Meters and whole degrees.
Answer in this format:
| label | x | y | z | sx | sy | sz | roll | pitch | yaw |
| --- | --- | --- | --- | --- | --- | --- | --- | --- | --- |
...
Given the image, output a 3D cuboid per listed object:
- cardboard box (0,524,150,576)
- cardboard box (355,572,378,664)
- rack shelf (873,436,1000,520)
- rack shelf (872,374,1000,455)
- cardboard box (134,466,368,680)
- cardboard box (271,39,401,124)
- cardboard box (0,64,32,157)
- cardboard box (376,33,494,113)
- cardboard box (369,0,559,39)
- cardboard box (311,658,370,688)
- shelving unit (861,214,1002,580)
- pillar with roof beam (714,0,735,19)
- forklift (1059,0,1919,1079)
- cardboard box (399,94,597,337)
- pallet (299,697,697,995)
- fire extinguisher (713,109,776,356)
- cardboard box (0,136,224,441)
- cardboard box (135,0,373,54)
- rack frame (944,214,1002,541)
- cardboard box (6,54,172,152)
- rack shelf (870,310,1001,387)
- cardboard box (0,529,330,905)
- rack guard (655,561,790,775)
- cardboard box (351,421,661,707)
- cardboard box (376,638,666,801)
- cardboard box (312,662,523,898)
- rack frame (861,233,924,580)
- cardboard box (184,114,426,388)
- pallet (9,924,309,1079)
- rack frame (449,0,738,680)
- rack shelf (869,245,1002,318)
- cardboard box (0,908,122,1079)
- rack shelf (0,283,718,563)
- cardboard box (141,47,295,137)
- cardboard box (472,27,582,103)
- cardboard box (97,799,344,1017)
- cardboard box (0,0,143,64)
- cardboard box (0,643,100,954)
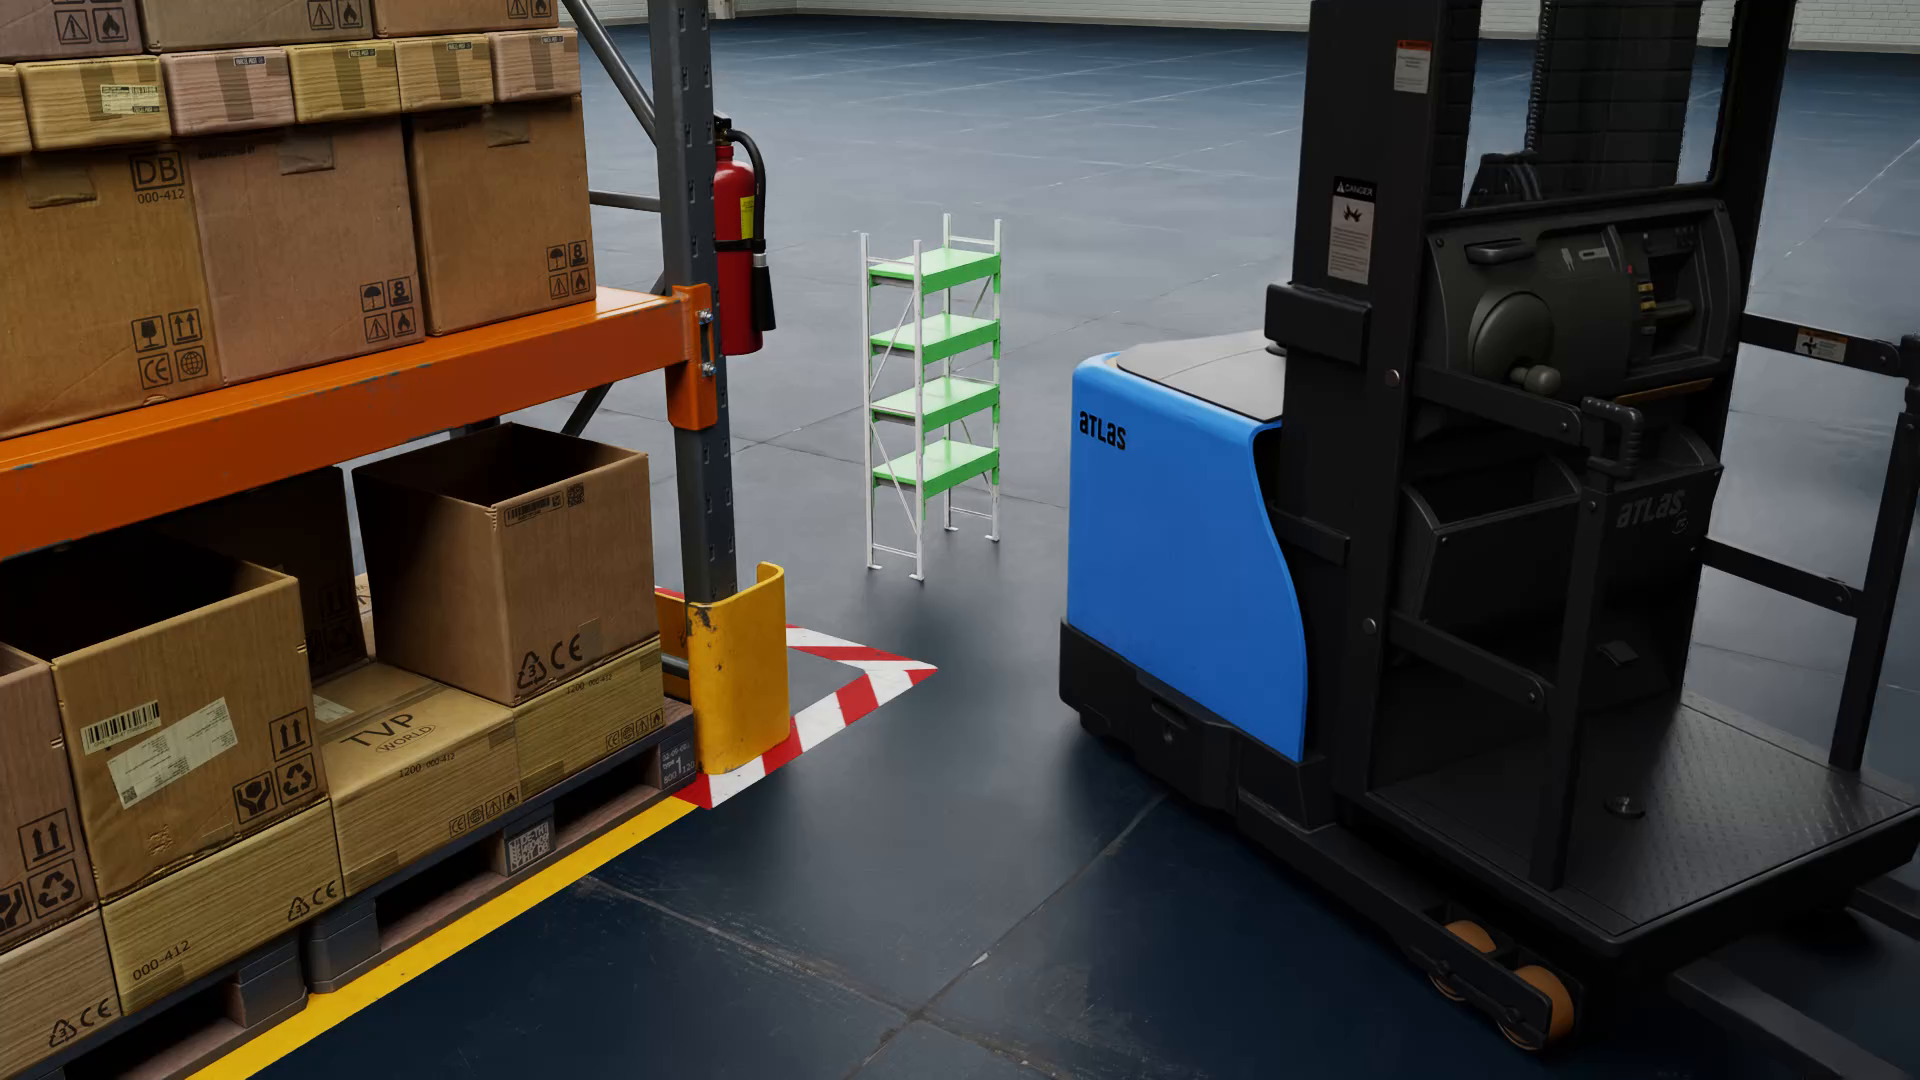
| label | x | y | z | sx | sy | sz | roll | pitch | yaw |
| --- | --- | --- | --- | --- | --- | --- | --- | --- | --- |
| cardboard box | -2.089 | 0.228 | 3.603 | 0.500 | 0.500 | 0.500 | 13 | 24 | 32 |
| cardboard box | -1.540 | 0.289 | 4.517 | 0.500 | 0.250 | 0.500 | 13 | 24 | 32 |
| rack shelf | -0.093 | -0.230 | 6.034 | 0.258 | 0.148 | 0.480 | 13 | 24 | 32 |
| rack shelf | -0.093 | -0.455 | 5.951 | 0.258 | 0.148 | 0.480 | 13 | 24 | 32 |
| cardboard box | -1.819 | 0.082 | 3.998 | 0.500 | 0.500 | 0.500 | 13 | 24 | 32 |
| cardboard box | -1.401 | -0.969 | 3.482 | 0.380 | 0.149 | 0.250 | 13 | 24 | 31 |
| cardboard box | -1.838 | -0.746 | 2.879 | 0.380 | 0.149 | 0.250 | 14 | 25 | 33 |
| cardboard box | -1.257 | -1.043 | 3.681 | 0.380 | 0.149 | 0.250 | 14 | 24 | 33 |
| cardboard box | -1.357 | -1.422 | 3.772 | 0.700 | 0.500 | 0.500 | 13 | 24 | 32 |
| cardboard box | -1.818 | 0.434 | 4.127 | 0.500 | 0.250 | 0.500 | 13 | 24 | 32 |
| shelving unit | -0.093 | -0.515 | 5.928 | 0.258 | 1.200 | 0.503 | 13 | 24 | 32 |
| pillar with roof beam | -2.260 | -16.304 | 37.371 | 9.100 | 9.000 | 0.400 | 13 | 24 | 32 |
| forklift | 1.469 | -0.508 | 3.415 | 1.130 | 2.935 | 3.031 | -12 | 23 | -28 |
| cardboard box | -1.327 | -0.829 | 4.039 | 0.700 | 0.500 | 0.500 | 13 | 24 | 32 |
| pallet | -1.449 | 0.622 | 4.280 | 1.003 | 0.211 | 1.213 | 13 | 24 | 32 |
| fire extinguisher | -0.603 | -0.821 | 4.272 | 0.296 | 0.674 | 0.183 | 13 | 24 | 32 |
| cardboard box | -1.902 | -0.536 | 3.247 | 0.700 | 0.500 | 0.500 | 13 | 24 | 32 |
| cardboard box | -1.648 | -1.270 | 3.362 | 0.700 | 0.500 | 0.500 | 13 | 24 | 30 |
| rack frame | 0.044 | -0.585 | 6.118 | 0.240 | 1.200 | 0.015 | 13 | 24 | 32 |
| cardboard box | -1.691 | -0.822 | 3.085 | 0.380 | 0.149 | 0.250 | 14 | 25 | 33 |
| rack shelf | -0.093 | -0.680 | 5.867 | 0.258 | 0.148 | 0.480 | 13 | 24 | 32 |
| cardboard box | -1.659 | 0.329 | 3.329 | 0.500 | 0.500 | 0.500 | 13 | 24 | 32 |
| rack guard | -1.041 | 0.252 | 4.864 | 1.175 | 0.500 | 0.348 | 13 | 24 | 32 |
| cardboard box | -1.109 | 0.039 | 4.113 | 0.500 | 0.500 | 0.500 | 13 | 24 | 32 |
| cardboard box | -1.111 | 0.390 | 4.244 | 0.500 | 0.250 | 0.500 | 13 | 24 | 32 |
| cardboard box | -1.382 | 0.536 | 3.850 | 0.500 | 0.250 | 0.500 | 13 | 24 | 32 |
| rack frame | -0.230 | -0.445 | 5.739 | 0.240 | 1.200 | 0.015 | 13 | 24 | 32 |
| cardboard box | -1.618 | -0.678 | 3.629 | 0.700 | 0.500 | 0.500 | 14 | 24 | 33 |
| pallet | -2.136 | 0.970 | 3.337 | 1.003 | 0.211 | 1.213 | 13 | 24 | 32 |
| rack frame | -1.054 | -0.914 | 4.411 | 1.000 | 3.000 | 0.127 | 13 | 24 | 32 |
| rack shelf | -0.093 | -0.906 | 5.784 | 0.258 | 0.148 | 0.480 | 13 | 24 | 32 |
| cardboard box | -1.944 | 0.823 | 3.074 | 0.500 | 0.250 | 0.500 | 13 | 24 | 32 |
| rack shelf | -2.178 | -0.002 | 2.985 | 1.077 | 0.370 | 4.000 | 13 | 24 | 32 |
| cardboard box | -1.544 | -0.897 | 3.288 | 0.380 | 0.149 | 0.250 | 14 | 24 | 33 |
| cardboard box | -1.111 | -1.118 | 3.885 | 0.380 | 0.149 | 0.250 | 13 | 24 | 31 |
| cardboard box | -1.662 | 0.680 | 3.461 | 0.500 | 0.250 | 0.500 | 13 | 24 | 32 |
| cardboard box | -1.931 | -1.126 | 2.970 | 0.700 | 0.500 | 0.500 | 13 | 24 | 32 |
| cardboard box | -1.942 | 0.472 | 2.942 | 0.500 | 0.500 | 0.500 | 13 | 24 | 32 |
